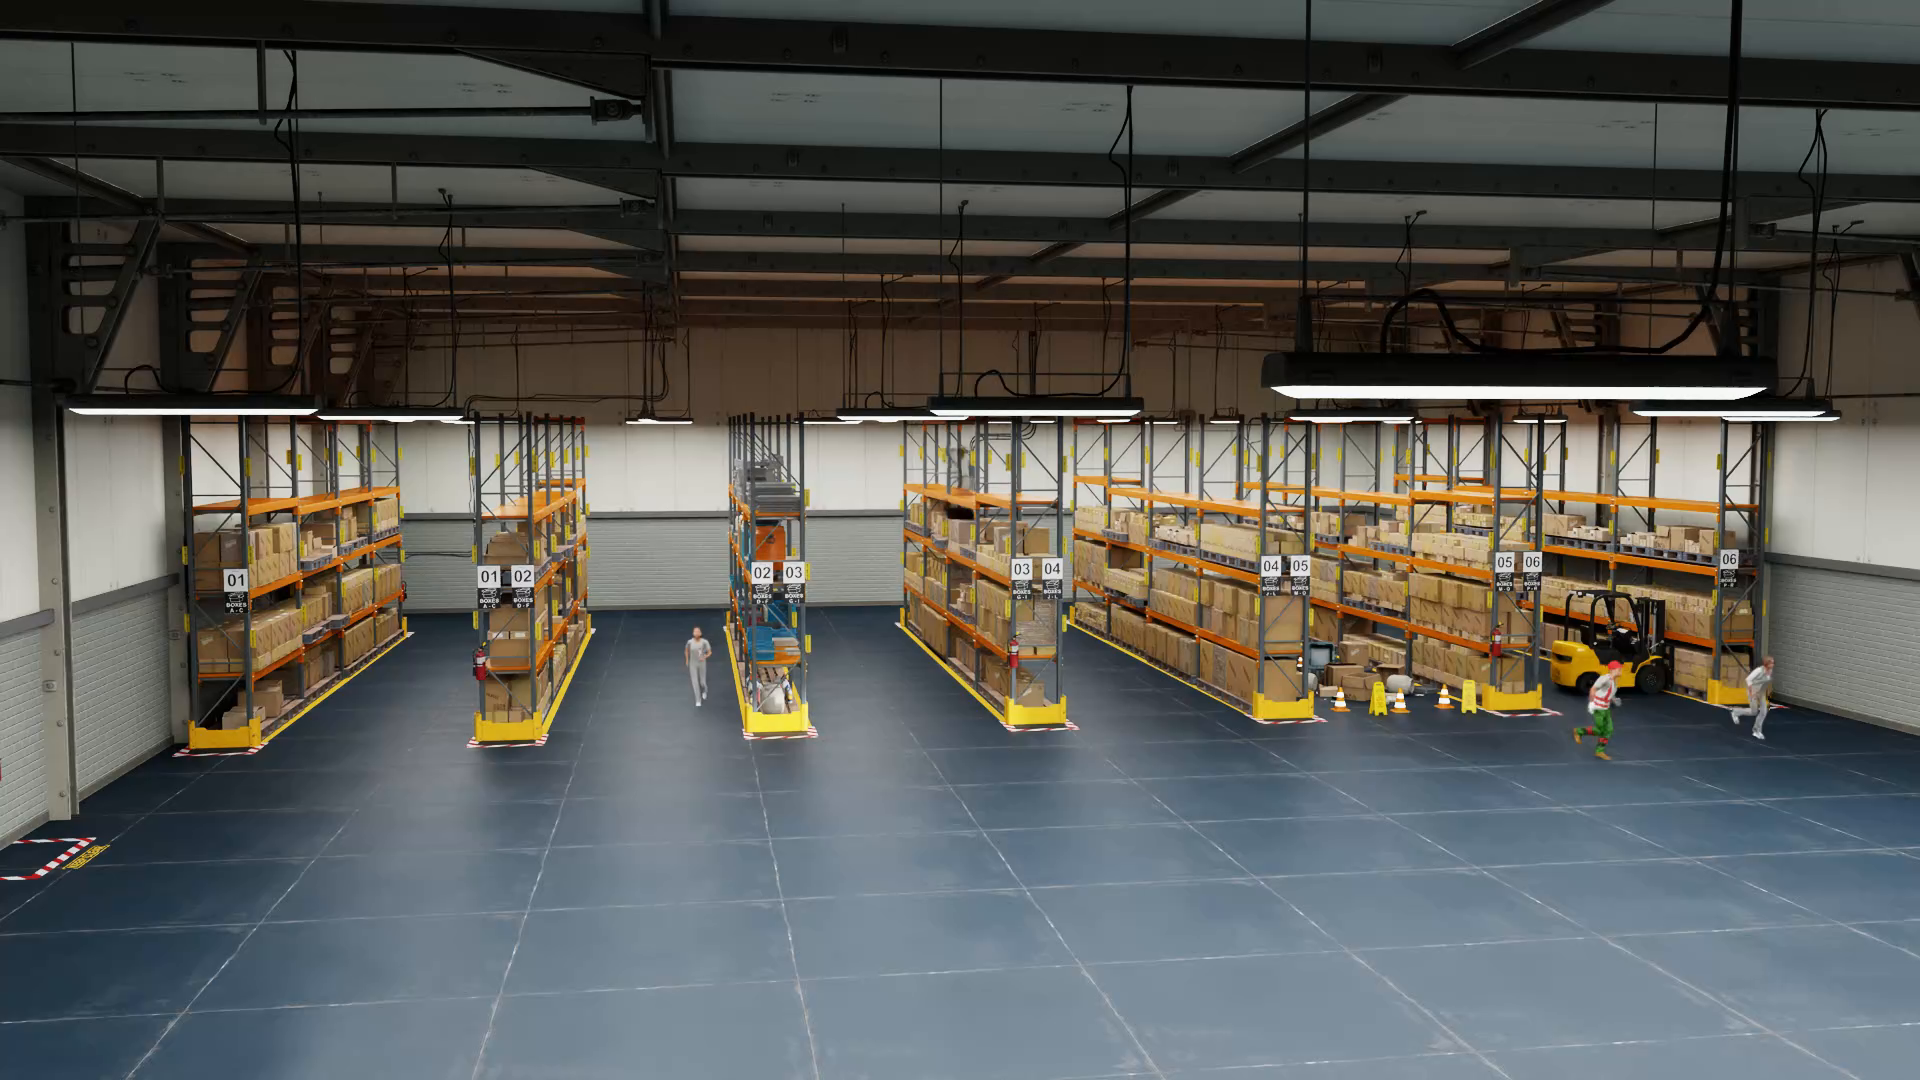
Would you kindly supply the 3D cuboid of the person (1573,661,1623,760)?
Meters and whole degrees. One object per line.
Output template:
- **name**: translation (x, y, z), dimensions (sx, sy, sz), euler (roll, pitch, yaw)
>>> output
- **person**: translation (11.076, 2.927, 28.833), dimensions (0.841, 1.716, 0.655), euler (3, 5, 35)

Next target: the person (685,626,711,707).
- **person**: translation (-5.385, 2.580, 34.167), dimensions (0.563, 1.632, 0.697), euler (0, 4, 0)

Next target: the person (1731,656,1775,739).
- **person**: translation (14.697, 2.885, 30.816), dimensions (0.538, 1.545, 0.810), euler (-3, 5, -33)

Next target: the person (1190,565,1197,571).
- **person**: translation (7.107, 1.448, 50.576), dimensions (0.624, 1.679, 0.555), euler (0, 4, 3)
